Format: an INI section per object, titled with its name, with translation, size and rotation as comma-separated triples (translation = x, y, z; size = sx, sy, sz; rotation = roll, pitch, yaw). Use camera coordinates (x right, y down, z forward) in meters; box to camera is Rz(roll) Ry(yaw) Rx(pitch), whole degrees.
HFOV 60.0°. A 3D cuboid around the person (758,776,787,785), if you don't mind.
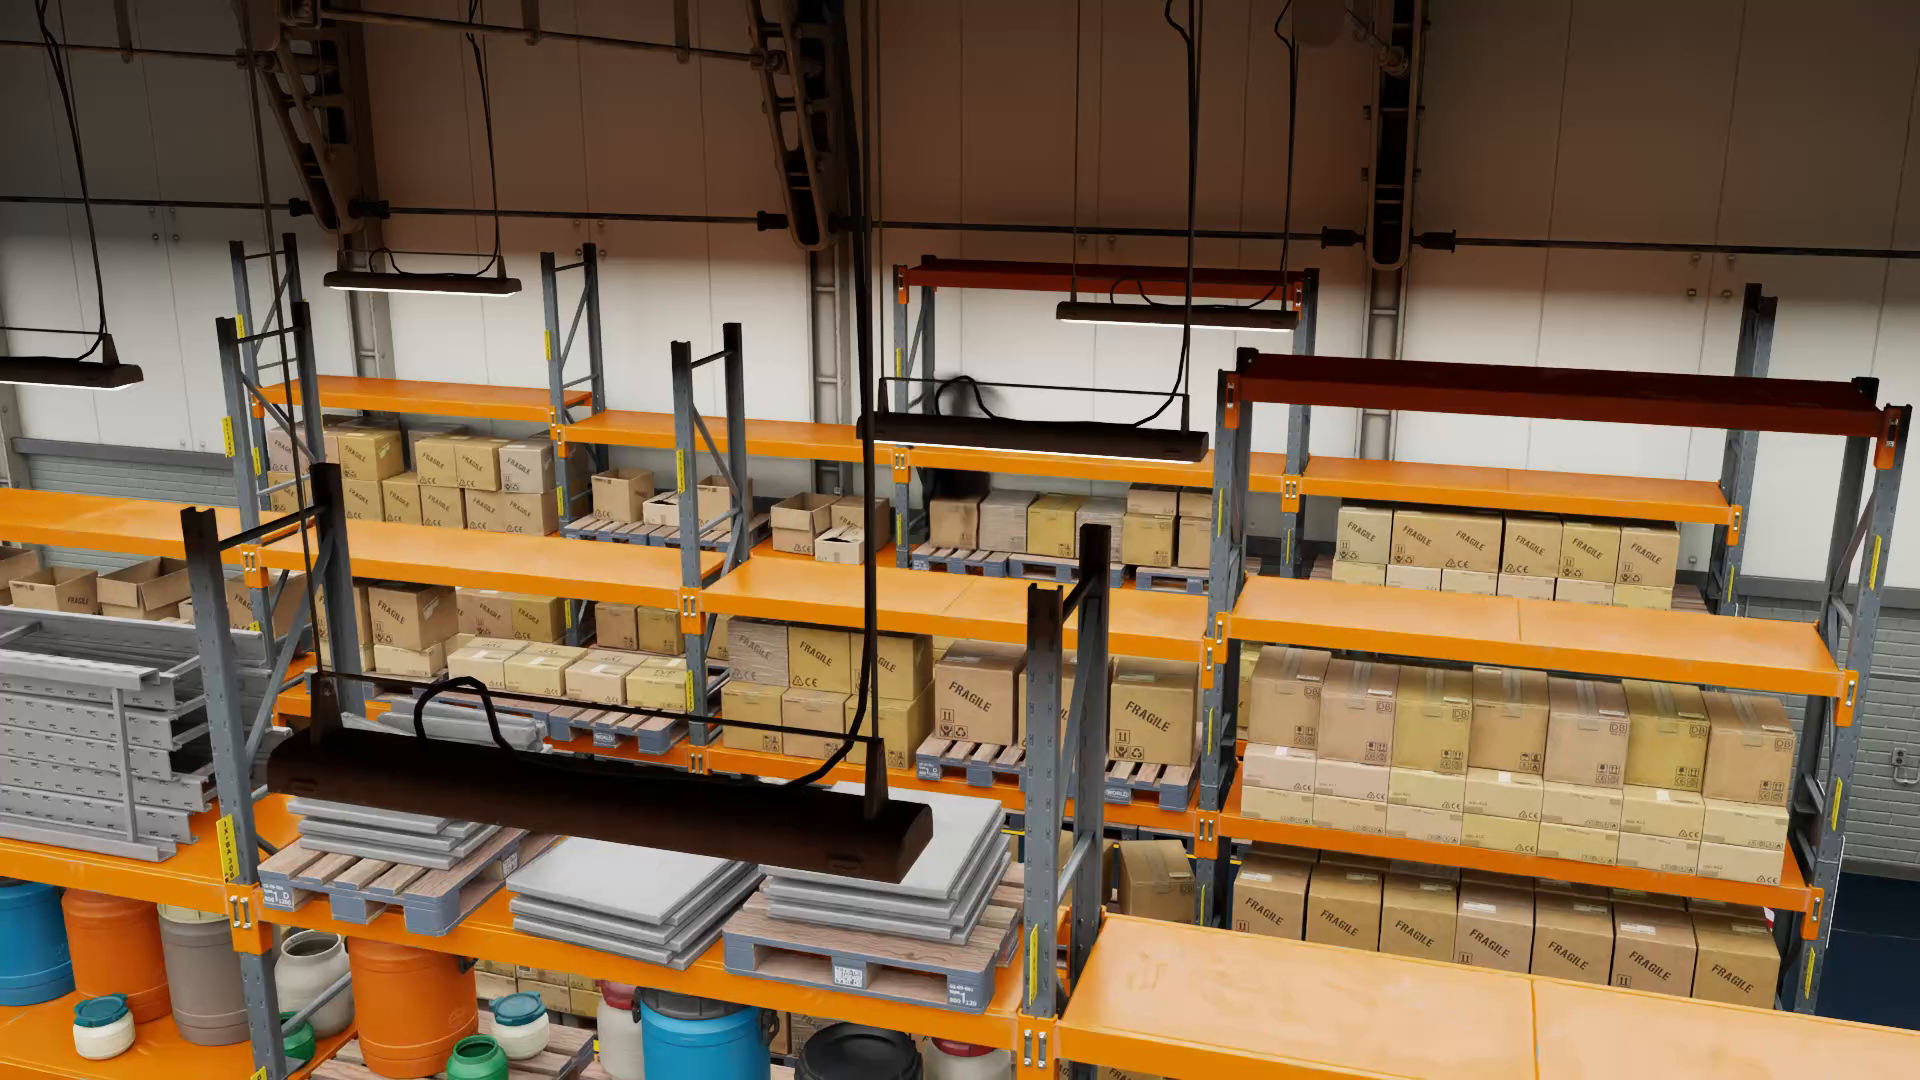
[person]
translation = -1.594, 2.929, 15.446
size = 0.739, 1.719, 0.652
rotation = 10, 19, 32
